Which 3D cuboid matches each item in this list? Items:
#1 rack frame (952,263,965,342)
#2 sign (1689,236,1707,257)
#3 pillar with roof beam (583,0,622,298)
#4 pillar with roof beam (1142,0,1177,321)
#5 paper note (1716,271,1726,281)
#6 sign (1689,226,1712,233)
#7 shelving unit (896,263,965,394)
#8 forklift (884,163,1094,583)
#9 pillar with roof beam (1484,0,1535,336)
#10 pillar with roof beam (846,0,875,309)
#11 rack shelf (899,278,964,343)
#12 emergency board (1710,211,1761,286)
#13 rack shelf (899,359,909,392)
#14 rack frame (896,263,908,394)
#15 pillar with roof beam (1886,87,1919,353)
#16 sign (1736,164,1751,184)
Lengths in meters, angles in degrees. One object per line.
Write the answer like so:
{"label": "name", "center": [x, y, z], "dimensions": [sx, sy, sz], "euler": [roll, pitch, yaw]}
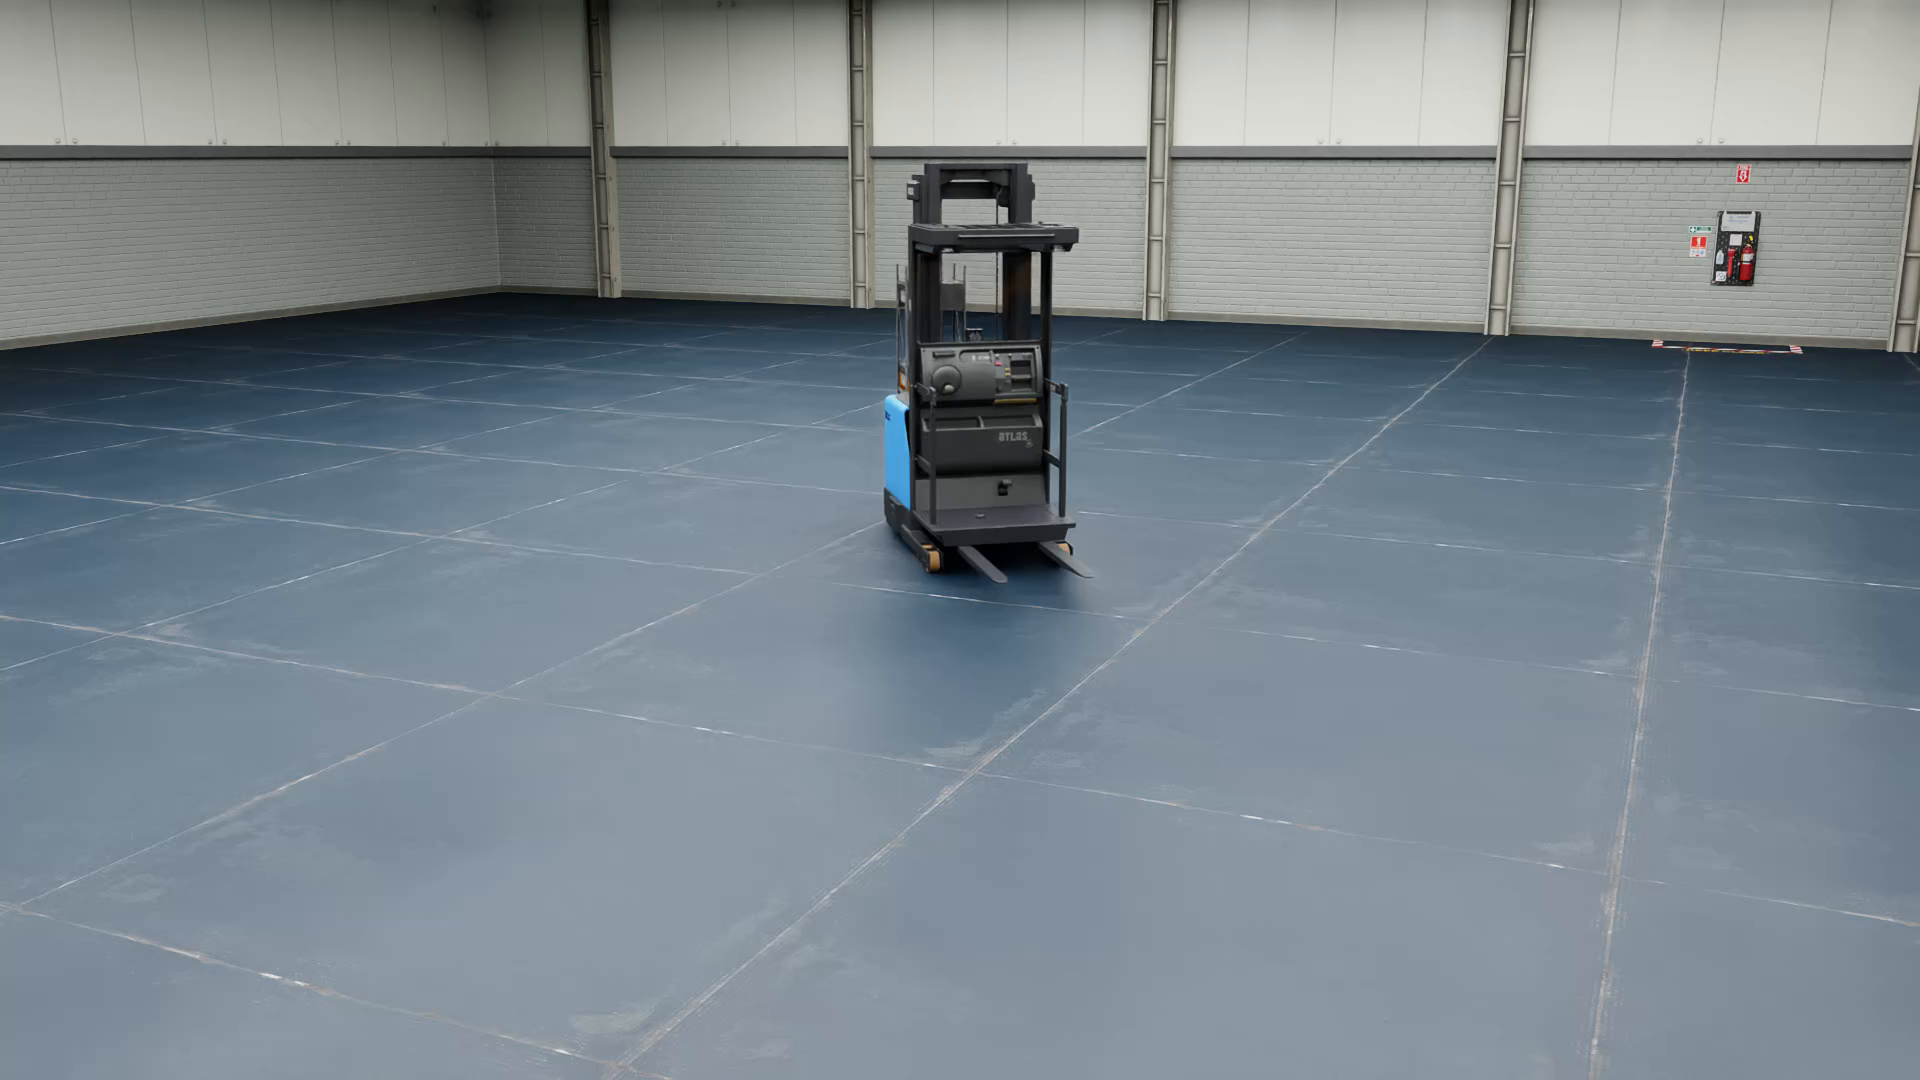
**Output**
{"label": "rack frame", "center": [-0.009, -1.280, 14.111], "dimensions": [0.015, 2.100, 0.400], "euler": [-3, 13, -13]}
{"label": "sign", "center": [11.838, -4.704, 26.659], "dimensions": [0.234, 0.329, 0.001], "euler": [6, 14, 23]}
{"label": "pillar with roof beam", "center": [-9.141, -8.620, 30.292], "dimensions": [0.400, 9.000, 9.100], "euler": [6, 14, 23]}
{"label": "pillar with roof beam", "center": [1.831, -7.510, 25.560], "dimensions": [0.400, 9.000, 9.100], "euler": [6, 14, 23]}
{"label": "paper note", "center": [12.168, -4.216, 26.585], "dimensions": [0.142, 0.148, 0.016], "euler": [6, 14, 23]}
{"label": "sign", "center": [11.839, -4.960, 26.589], "dimensions": [0.331, 0.109, 0.001], "euler": [6, 14, 23]}
{"label": "shelving unit", "center": [-0.246, -1.267, 14.054], "dimensions": [0.503, 2.100, 0.431], "euler": [-3, 13, -13]}
{"label": "forklift", "center": [0.217, -1.281, 12.299], "dimensions": [1.130, 2.935, 3.031], "euler": [-3, 14, -13]}
{"label": "pillar with roof beam", "center": [7.316, -6.954, 23.194], "dimensions": [0.400, 9.000, 9.100], "euler": [6, 14, 23]}
{"label": "pillar with roof beam", "center": [-3.655, -8.065, 27.926], "dimensions": [0.400, 9.000, 9.100], "euler": [6, 14, 23]}
{"label": "rack shelf", "center": [-0.246, -1.935, 13.899], "dimensions": [0.480, 0.518, 0.431], "euler": [-3, 13, -13]}
{"label": "emergency board", "center": [12.302, -4.614, 26.353], "dimensions": [0.643, 1.169, 0.194], "euler": [6, 14, 23]}
{"label": "rack shelf", "center": [-0.246, -1.253, 14.057], "dimensions": [0.480, 0.518, 0.431], "euler": [-3, 13, -13]}
{"label": "rack frame", "center": [-0.483, -1.253, 13.997], "dimensions": [0.015, 2.100, 0.400], "euler": [-3, 13, -13]}
{"label": "pillar with roof beam", "center": [12.802, -6.399, 20.828], "dimensions": [0.400, 9.000, 9.100], "euler": [6, 14, 23]}
{"label": "sign", "center": [12.335, -5.764, 26.180], "dimensions": [0.199, 0.298, 0.001], "euler": [6, 14, 23]}
